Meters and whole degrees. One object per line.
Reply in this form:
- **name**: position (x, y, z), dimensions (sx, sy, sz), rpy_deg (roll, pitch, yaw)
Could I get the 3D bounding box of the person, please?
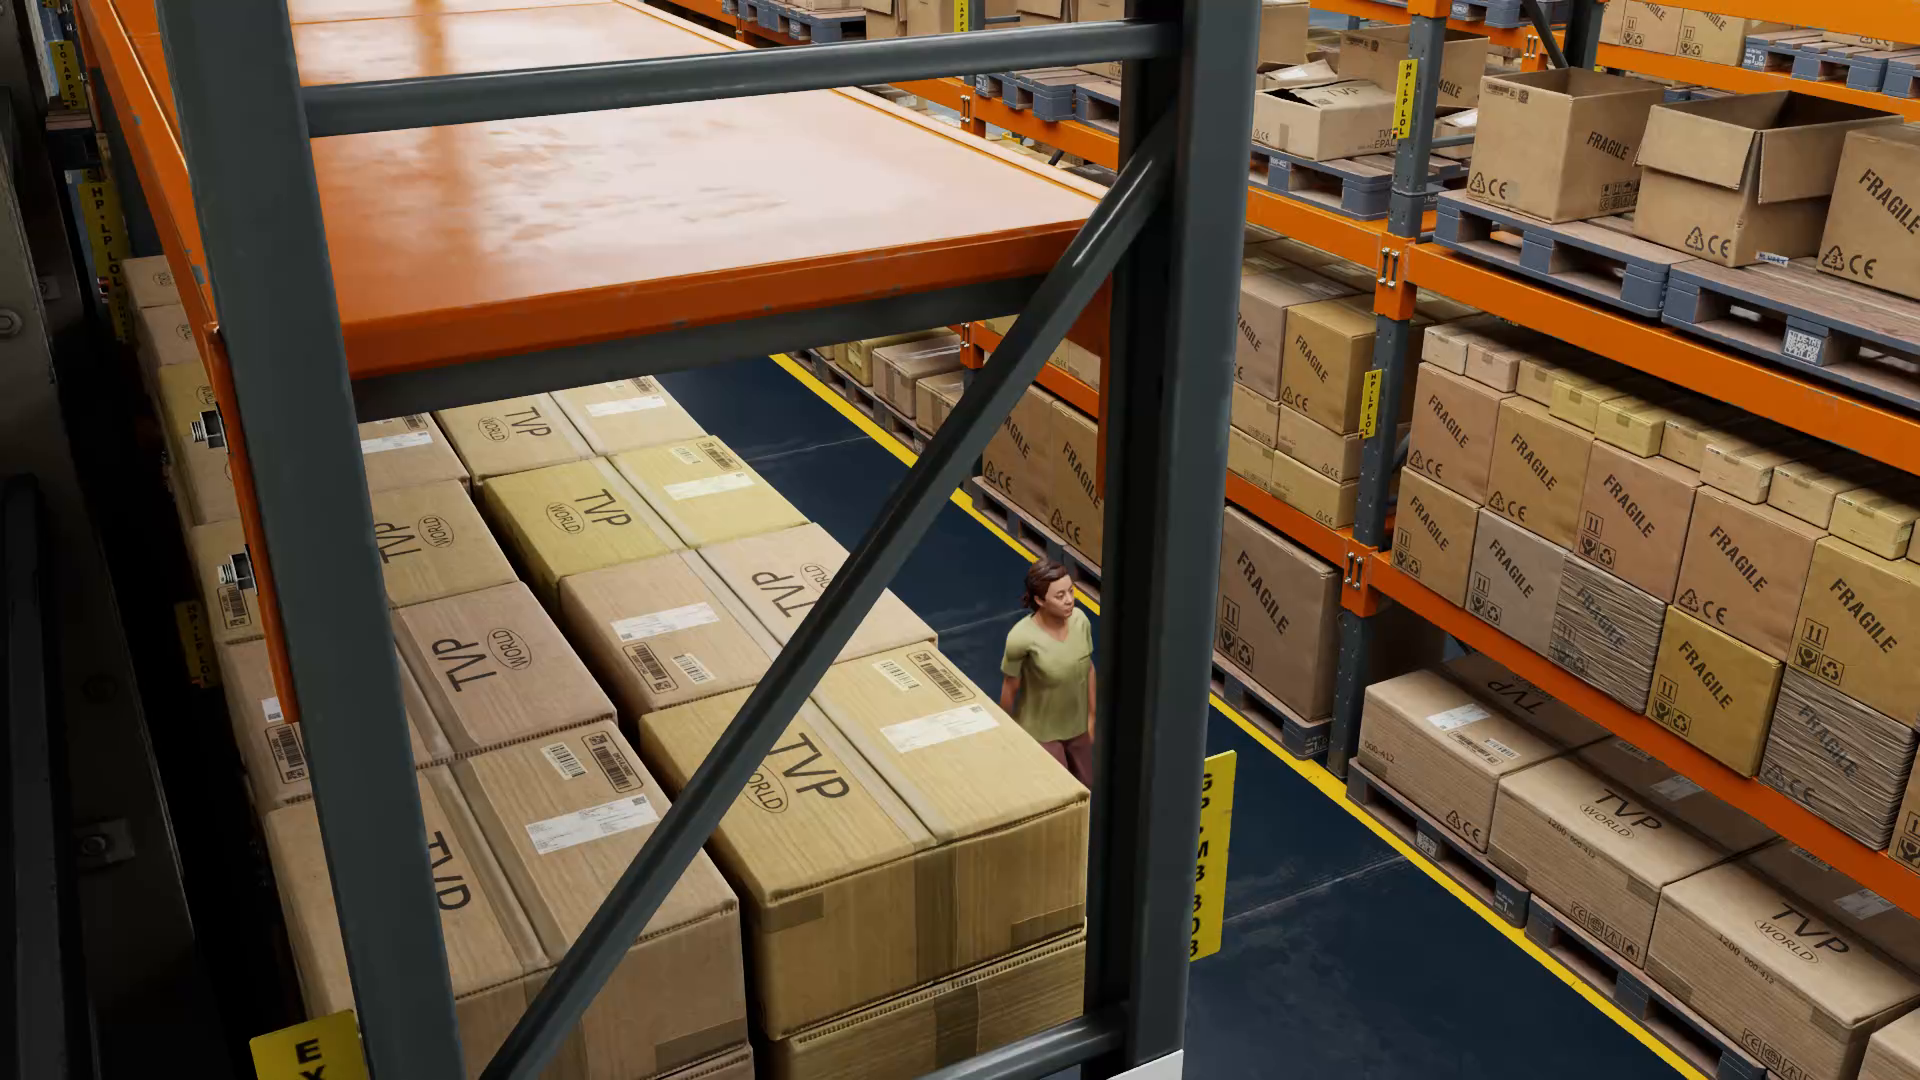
- **person**: position (0.380, 0.811, 7.399), dimensions (0.455, 1.641, 0.761), rpy_deg (-17, 30, -31)
